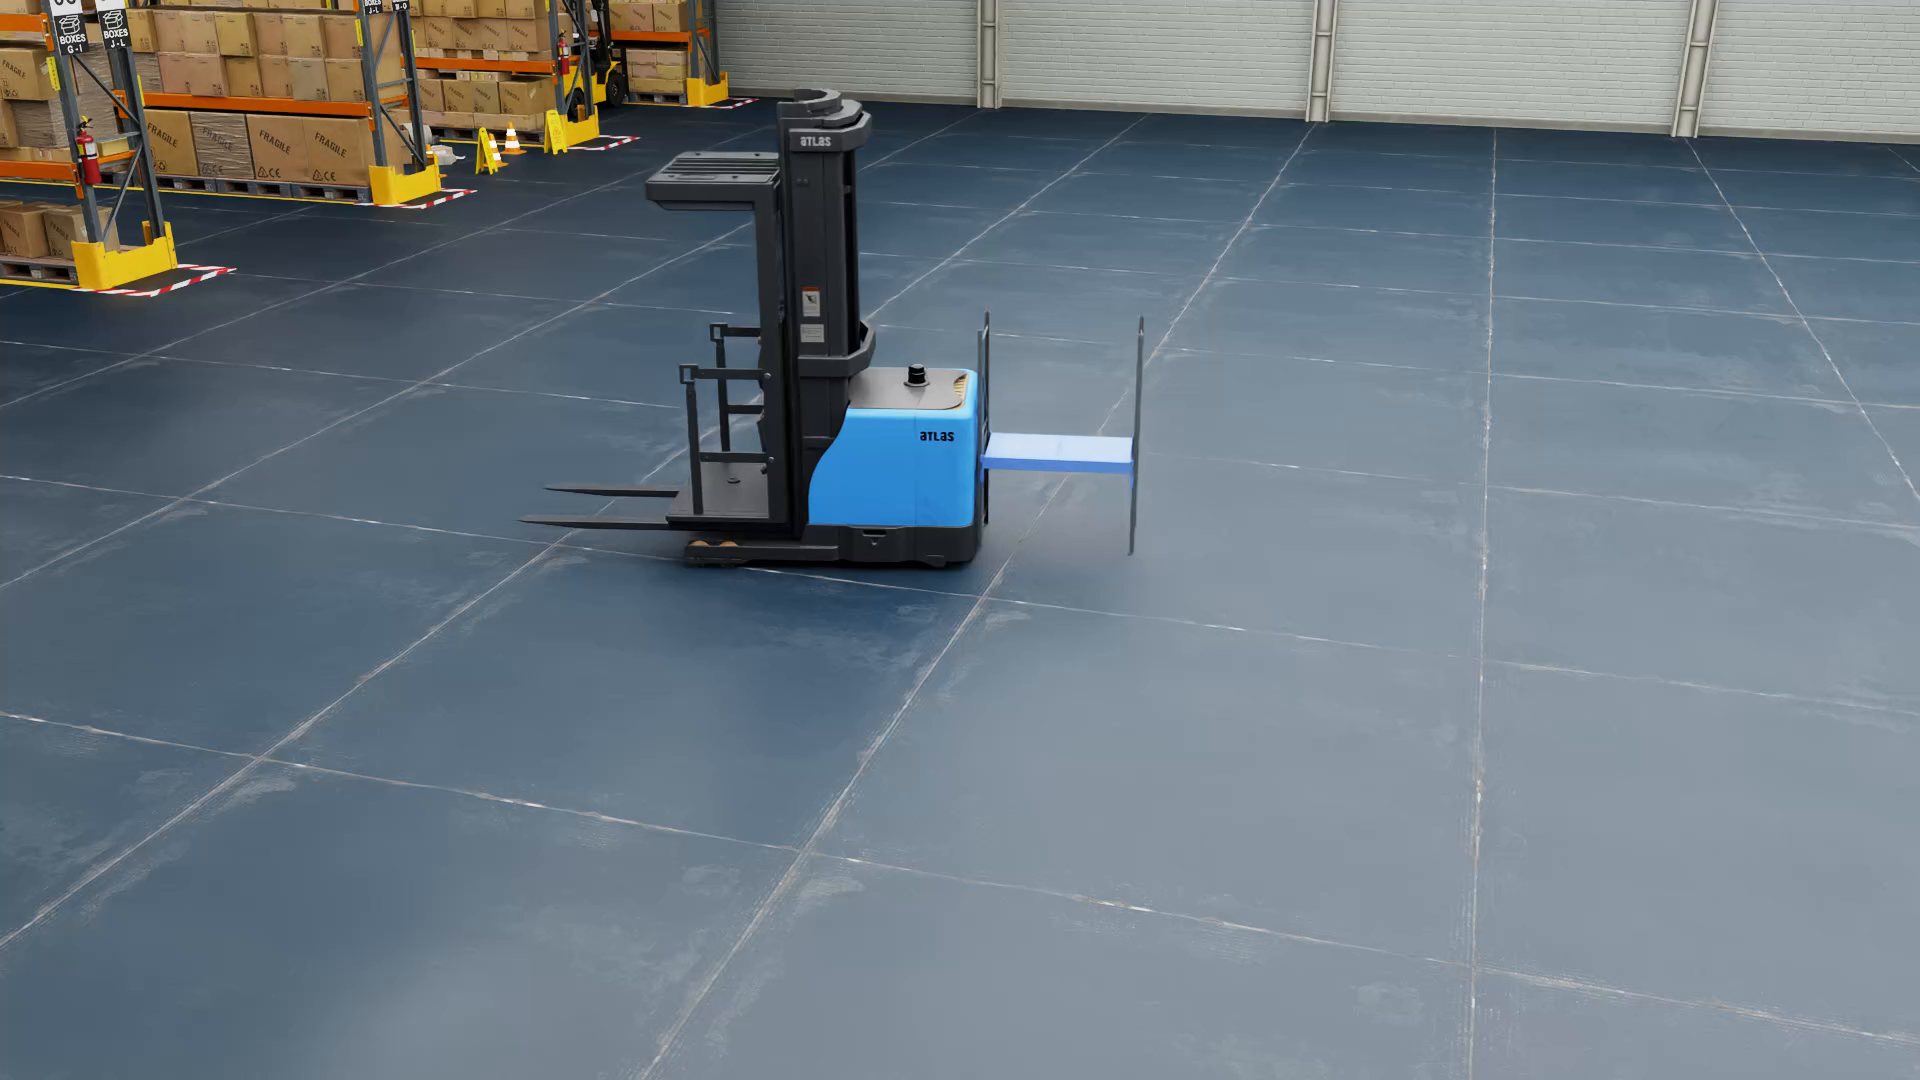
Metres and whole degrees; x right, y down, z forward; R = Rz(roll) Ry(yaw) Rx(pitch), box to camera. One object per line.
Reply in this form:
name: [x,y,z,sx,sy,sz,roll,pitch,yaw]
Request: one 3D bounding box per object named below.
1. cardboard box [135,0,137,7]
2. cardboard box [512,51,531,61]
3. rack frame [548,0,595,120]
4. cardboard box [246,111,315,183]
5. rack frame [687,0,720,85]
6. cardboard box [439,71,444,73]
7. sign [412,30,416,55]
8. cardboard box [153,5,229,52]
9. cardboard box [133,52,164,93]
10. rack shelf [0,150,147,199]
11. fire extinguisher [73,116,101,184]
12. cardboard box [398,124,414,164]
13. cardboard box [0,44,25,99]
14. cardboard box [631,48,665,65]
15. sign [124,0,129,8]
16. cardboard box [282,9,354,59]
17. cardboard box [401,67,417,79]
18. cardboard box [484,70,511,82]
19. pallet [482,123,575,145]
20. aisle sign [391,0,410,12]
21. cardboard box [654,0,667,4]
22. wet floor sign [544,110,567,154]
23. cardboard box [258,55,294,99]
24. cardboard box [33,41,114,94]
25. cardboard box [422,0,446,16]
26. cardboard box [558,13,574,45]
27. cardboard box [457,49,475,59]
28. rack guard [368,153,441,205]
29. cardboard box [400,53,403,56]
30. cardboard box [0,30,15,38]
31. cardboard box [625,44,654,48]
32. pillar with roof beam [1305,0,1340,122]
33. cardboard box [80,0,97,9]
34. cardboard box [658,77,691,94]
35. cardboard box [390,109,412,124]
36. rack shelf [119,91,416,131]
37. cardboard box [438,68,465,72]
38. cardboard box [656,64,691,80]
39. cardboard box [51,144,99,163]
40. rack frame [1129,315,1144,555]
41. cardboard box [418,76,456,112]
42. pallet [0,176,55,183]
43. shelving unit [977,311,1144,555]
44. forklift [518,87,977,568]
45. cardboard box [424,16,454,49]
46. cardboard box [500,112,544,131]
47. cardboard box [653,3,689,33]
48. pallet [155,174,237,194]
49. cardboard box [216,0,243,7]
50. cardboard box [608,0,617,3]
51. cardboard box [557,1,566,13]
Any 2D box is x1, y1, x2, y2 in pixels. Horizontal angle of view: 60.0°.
cardboard box: [-14.448,-9.228,28.365,0.500,0.500,0.500,6,23,14]
cardboard box: [-6.913,-7.715,26.457,0.250,0.149,0.380,6,23,15]
rack frame: [-6.219,-7.881,26.530,0.127,3.000,1.000,7,23,16]
cardboard box: [-9.063,-5.428,22.798,0.875,0.875,0.875,6,23,15]
rack frame: [-4.788,-9.684,30.927,0.127,3.000,1.000,7,23,16]
cardboard box: [-8.917,-7.566,27.844,0.500,0.500,0.500,7,23,16]
sign: [-7.386,-6.709,22.429,0.005,0.325,0.100,7,23,16]
cardboard box: [-10.478,-7.008,22.781,0.550,0.550,0.875,7,23,16]
cardboard box: [-11.025,-6.543,23.071,0.550,0.550,0.875,7,23,16]
rack shelf: [-10.996,-4.166,18.423,4.000,0.370,1.077,7,23,16]
fire extinguisher: [-9.105,-4.064,17.328,0.183,0.674,0.296,7,23,16]
cardboard box: [-8.632,-5.998,25.230,0.637,0.503,0.797,-9,24,-21]
cardboard box: [-10.160,-4.950,17.543,0.500,0.500,0.500,7,23,16]
cardboard box: [-5.810,-9.060,31.158,0.500,0.250,0.500,7,23,16]
sign: [-14.035,-9.091,27.955,0.005,0.325,0.100,7,23,16]
cardboard box: [-8.449,-6.722,22.083,0.550,0.550,0.875,7,23,16]
cardboard box: [-8.966,-7.634,27.156,0.250,0.149,0.380,7,23,18]
cardboard box: [-7.432,-7.459,26.728,0.250,0.149,0.380,7,23,17]
pallet: [-7.059,-6.701,27.327,1.213,0.211,1.003,7,23,16]
aisle sign: [-7.397,-7.375,21.871,0.004,0.787,0.394,7,23,16]
cardboard box: [-5.455,-9.984,30.671,0.250,0.149,0.380,7,23,16]
wet floor sign: [-6.346,-6.382,25.978,0.232,0.644,0.267,16,27,34]
cardboard box: [-8.953,-6.324,22.537,0.550,0.550,0.875,7,23,16]
cardboard box: [-9.529,-5.086,17.875,0.500,0.500,0.500,7,23,16]
cardboard box: [-8.209,-8.686,26.651,0.500,0.500,0.700,6,23,15]
cardboard box: [-6.592,-8.217,26.826,0.500,0.500,0.500,6,23,15]
cardboard box: [-7.883,-7.842,26.767,0.250,0.149,0.380,6,23,15]
rack guard: [-7.529,-4.912,22.586,0.348,0.500,1.175,7,23,16]
cardboard box: [-9.093,-7.985,27.115,0.250,0.149,0.380,7,23,17]
cardboard box: [-13.318,-7.238,23.513,0.500,0.500,0.700,6,23,15]
cardboard box: [-6.149,-9.303,31.749,0.500,0.250,0.500,6,23,15]
pillar with roof beam: [5.050,-9.984,23.753,0.400,9.000,9.100,7,23,16]
cardboard box: [-9.468,-5.745,17.569,0.500,0.250,0.500,7,23,17]
cardboard box: [-5.330,-8.543,31.215,0.500,0.250,0.500,7,23,16]
cardboard box: [-9.047,-7.024,27.511,0.500,0.250,0.500,8,24,19]
rack shelf: [-9.466,-5.957,22.789,4.000,0.370,1.077,7,23,16]
cardboard box: [-9.861,-9.360,32.711,0.625,0.625,0.875,6,23,15]
cardboard box: [-5.345,-8.778,31.128,0.500,0.250,0.500,6,23,15]
cardboard box: [-9.414,-4.120,17.693,0.250,0.149,0.380,7,23,16]
rack frame: [1.165,-0.687,10.969,0.032,1.500,0.500,3,22,6]
cardboard box: [-8.549,-7.314,27.229,0.500,0.500,0.500,8,24,18]
pallet: [-13.313,-5.410,24.180,1.213,0.211,1.003,7,23,16]
shelving unit: [0.660,-0.709,11.023,1.048,1.500,0.538,3,22,6]
forklift: [-1.396,-1.376,10.762,3.031,2.935,1.130,1,22,3]
cardboard box: [-8.254,-8.199,26.782,0.500,0.500,0.500,7,23,16]
cardboard box: [-7.093,-6.796,26.956,0.500,0.250,0.500,6,23,15]
cardboard box: [-5.335,-9.689,30.807,0.500,0.500,0.500,6,23,14]
pallet: [-10.676,-5.108,23.444,1.213,0.211,1.003,7,23,15]
cardboard box: [-12.026,-8.834,27.778,0.500,0.500,0.500,6,23,13]
cardboard box: [-6.436,-10.099,30.951,0.250,0.149,0.380,7,23,16]
cardboard box: [-7.280,-9.920,31.368,0.500,0.500,0.500,6,23,15]
